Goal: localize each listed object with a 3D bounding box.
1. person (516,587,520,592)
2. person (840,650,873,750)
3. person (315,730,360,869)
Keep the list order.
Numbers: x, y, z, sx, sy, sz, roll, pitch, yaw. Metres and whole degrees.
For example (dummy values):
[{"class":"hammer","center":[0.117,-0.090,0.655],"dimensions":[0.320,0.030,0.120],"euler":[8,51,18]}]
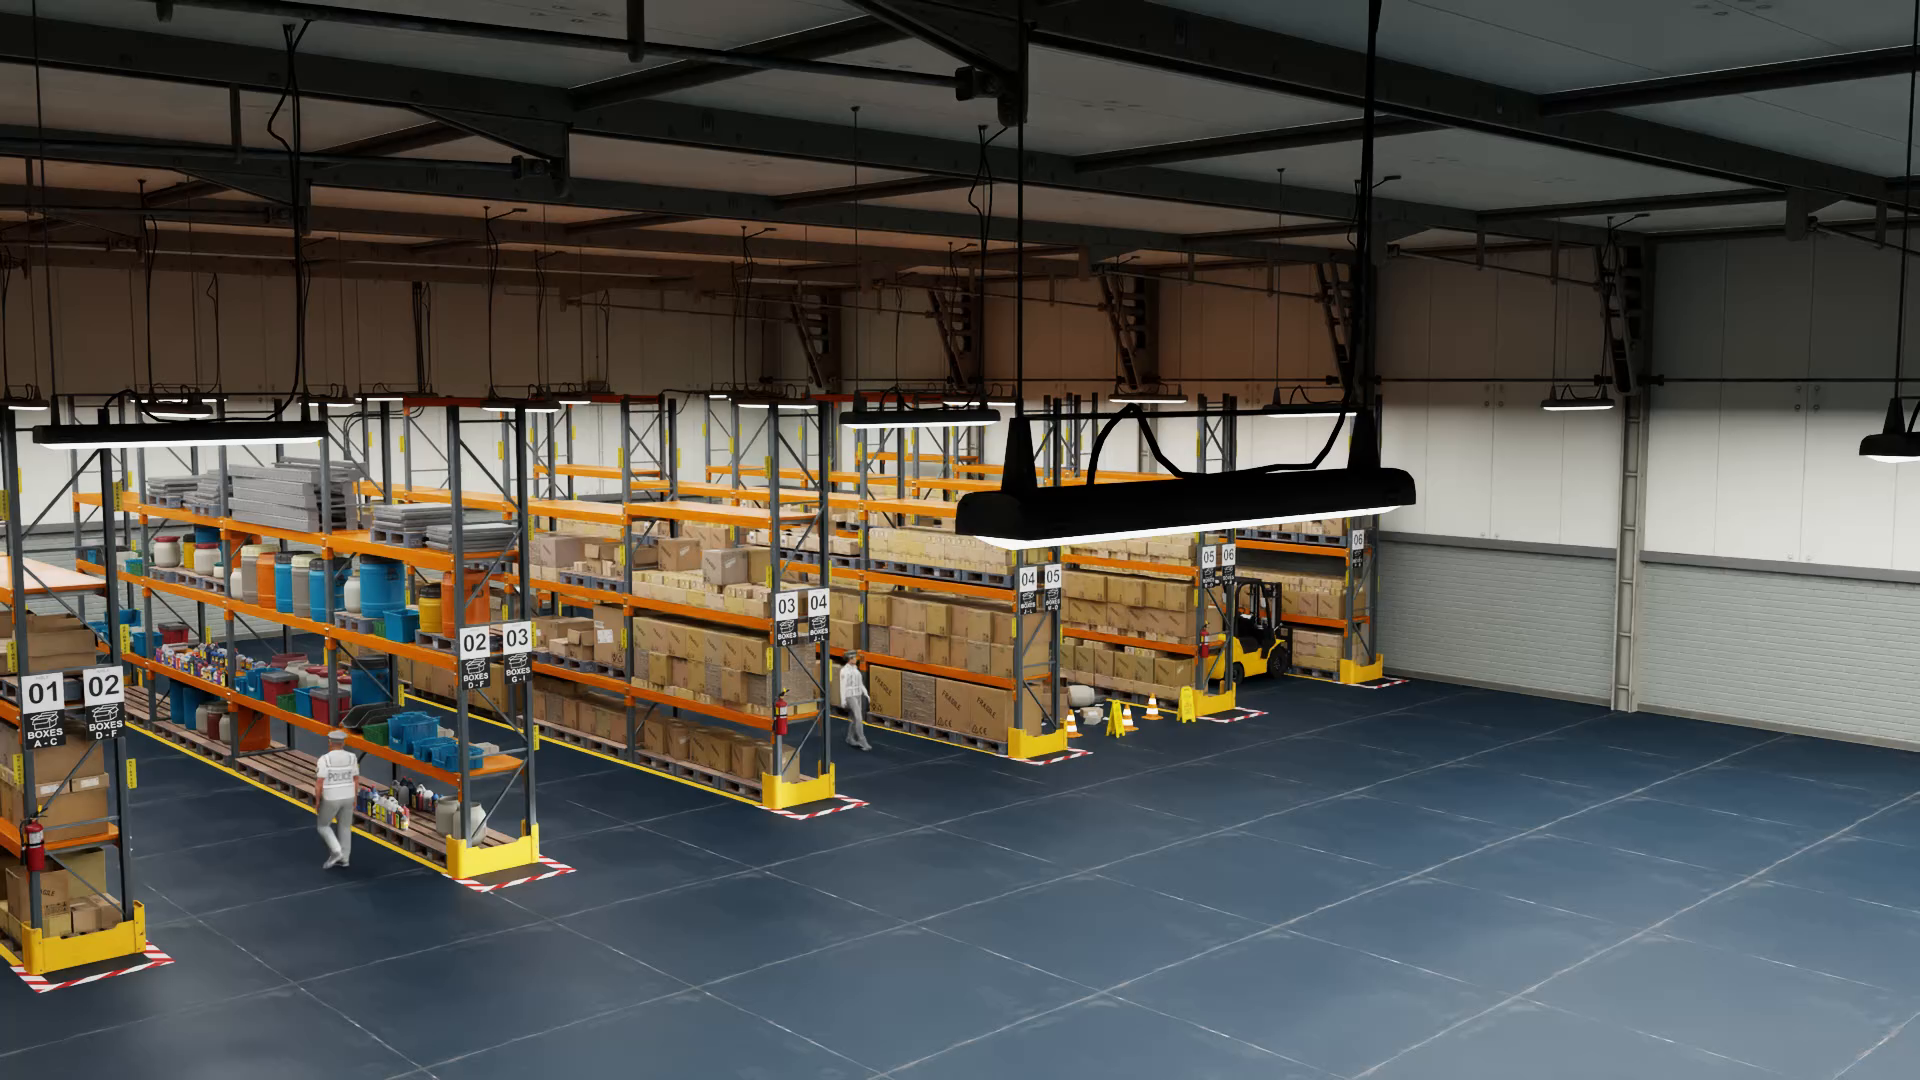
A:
[{"class":"person","center":[-9.681,1.915,36.439],"dimensions":[0.480,1.785,0.631],"euler":[4,7,34]},{"class":"person","center":[-1.735,2.746,28.657],"dimensions":[0.654,1.693,0.507],"euler":[3,6,25]},{"class":"person","center":[-8.058,3.367,21.554],"dimensions":[0.564,1.753,0.478],"euler":[-5,7,-40]}]
